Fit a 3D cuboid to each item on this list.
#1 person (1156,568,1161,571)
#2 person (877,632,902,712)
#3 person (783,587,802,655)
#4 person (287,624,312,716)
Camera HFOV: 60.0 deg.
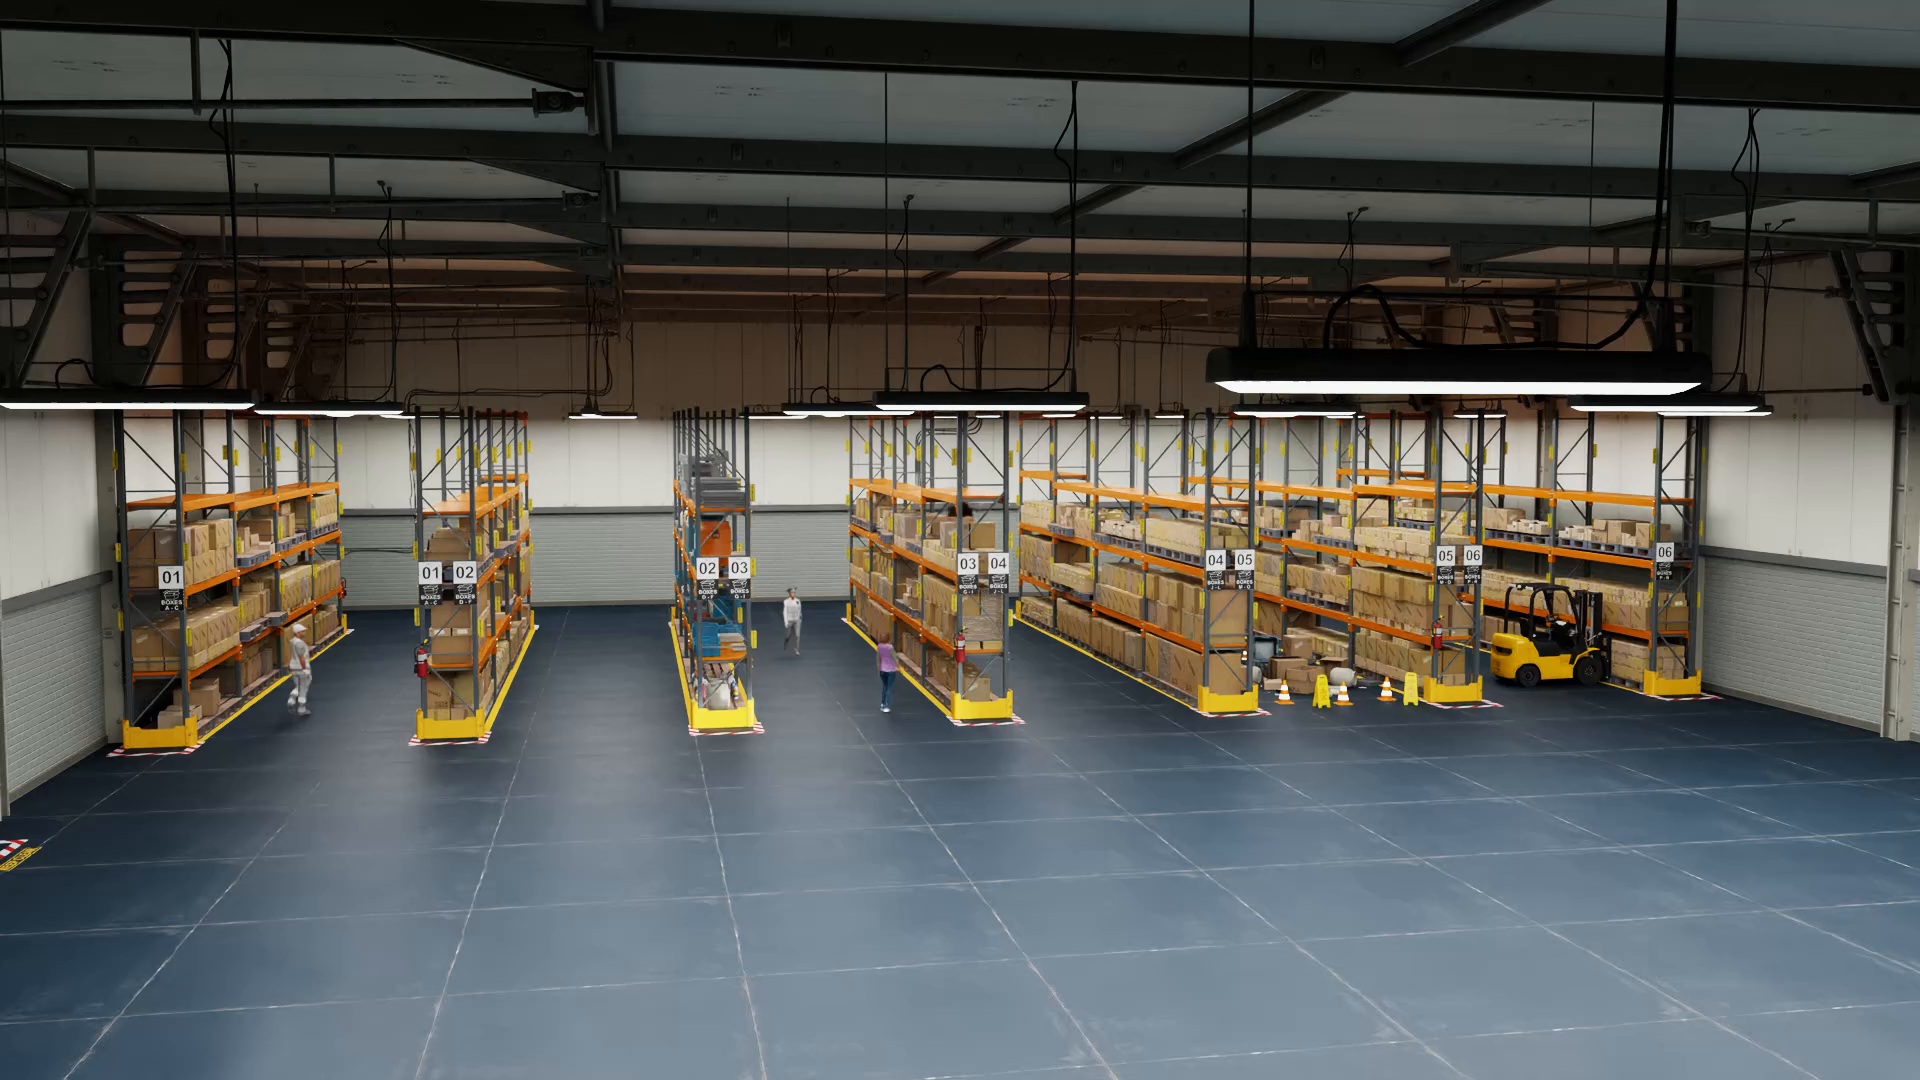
[{"bbox_3d":[5.587,1.589,46.906,0.324,1.601,0.482,-2,4,-24],"label":"person"},{"bbox_3d":[-1.415,2.610,32.749,0.440,1.611,0.492,2,4,23],"label":"person"},{"bbox_3d":[-4.112,1.976,40.893,0.483,1.657,0.707,-1,4,-14],"label":"person"},{"bbox_3d":[-12.826,2.518,32.278,0.538,1.785,0.497,2,4,23],"label":"person"}]
